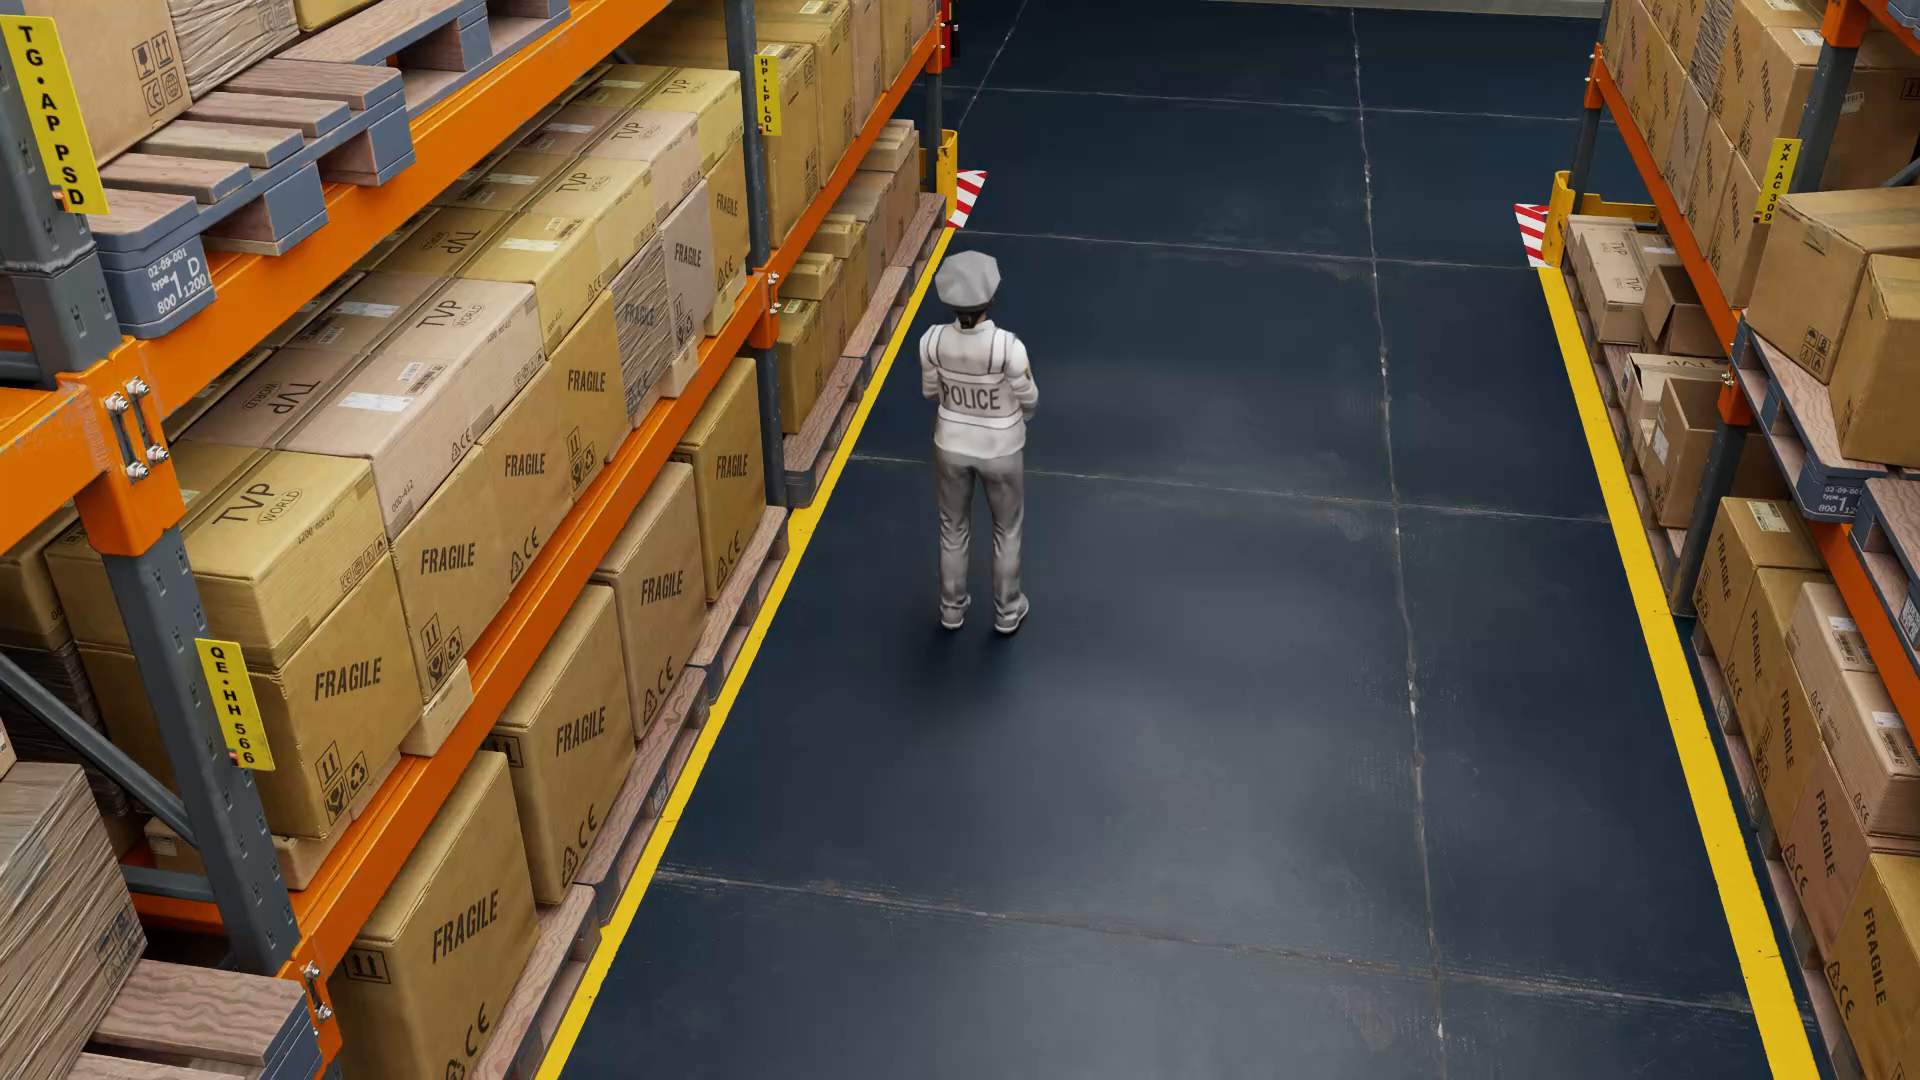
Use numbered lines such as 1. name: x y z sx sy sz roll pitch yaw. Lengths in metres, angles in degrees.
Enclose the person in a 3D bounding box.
1. person: 0.087 -0.404 6.736 0.468 1.697 0.552 9 34 14
